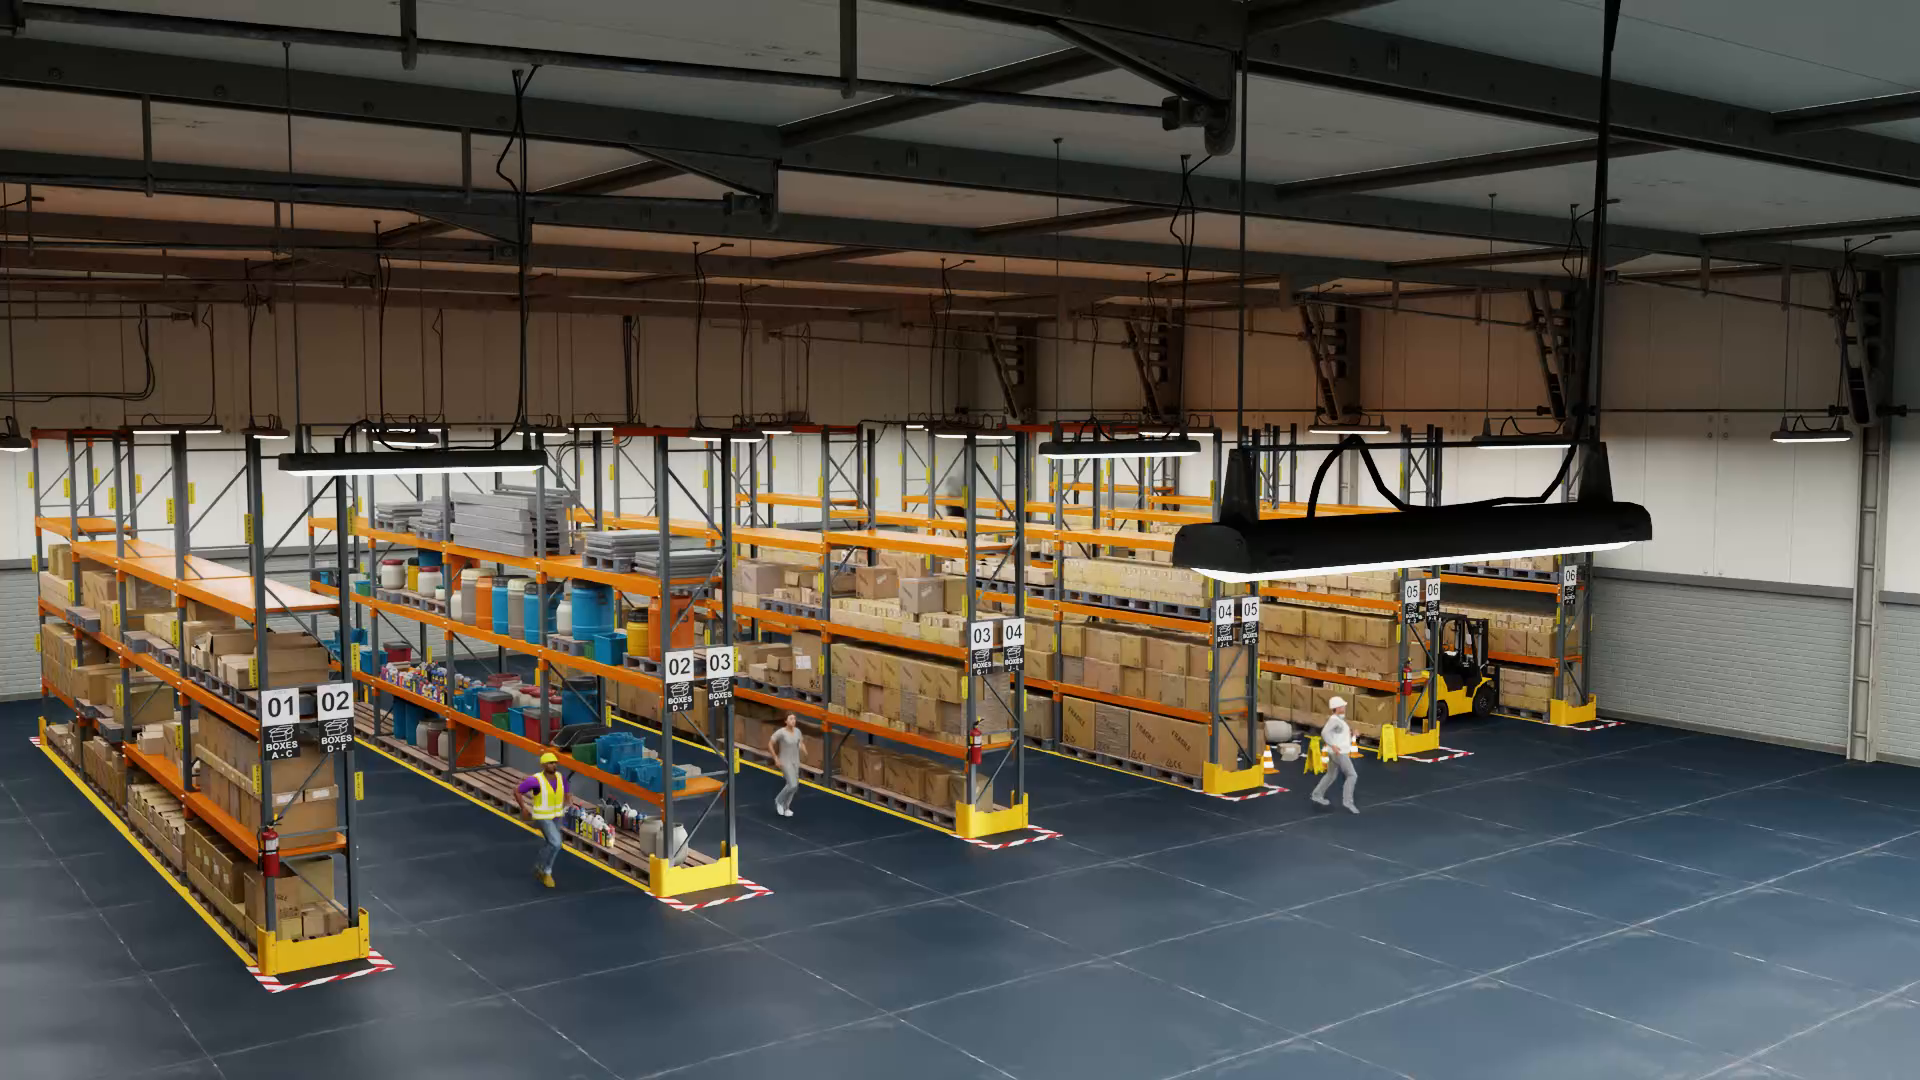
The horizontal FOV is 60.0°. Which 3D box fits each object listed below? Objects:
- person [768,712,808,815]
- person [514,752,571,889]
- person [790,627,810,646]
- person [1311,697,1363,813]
[{"bbox_3d":[-2.626,3.483,25.845,0.569,1.629,0.573,4,6,43],"label":"person"},{"bbox_3d":[-5.456,3.714,22.117,0.692,1.785,0.685,3,5,33],"label":"person"},{"bbox_3d":[-3.211,2.674,35.373,0.639,1.845,0.783,-3,6,-36],"label":"person"},{"bbox_3d":[5.954,3.387,26.240,0.776,1.837,0.628,1,5,8],"label":"person"}]
